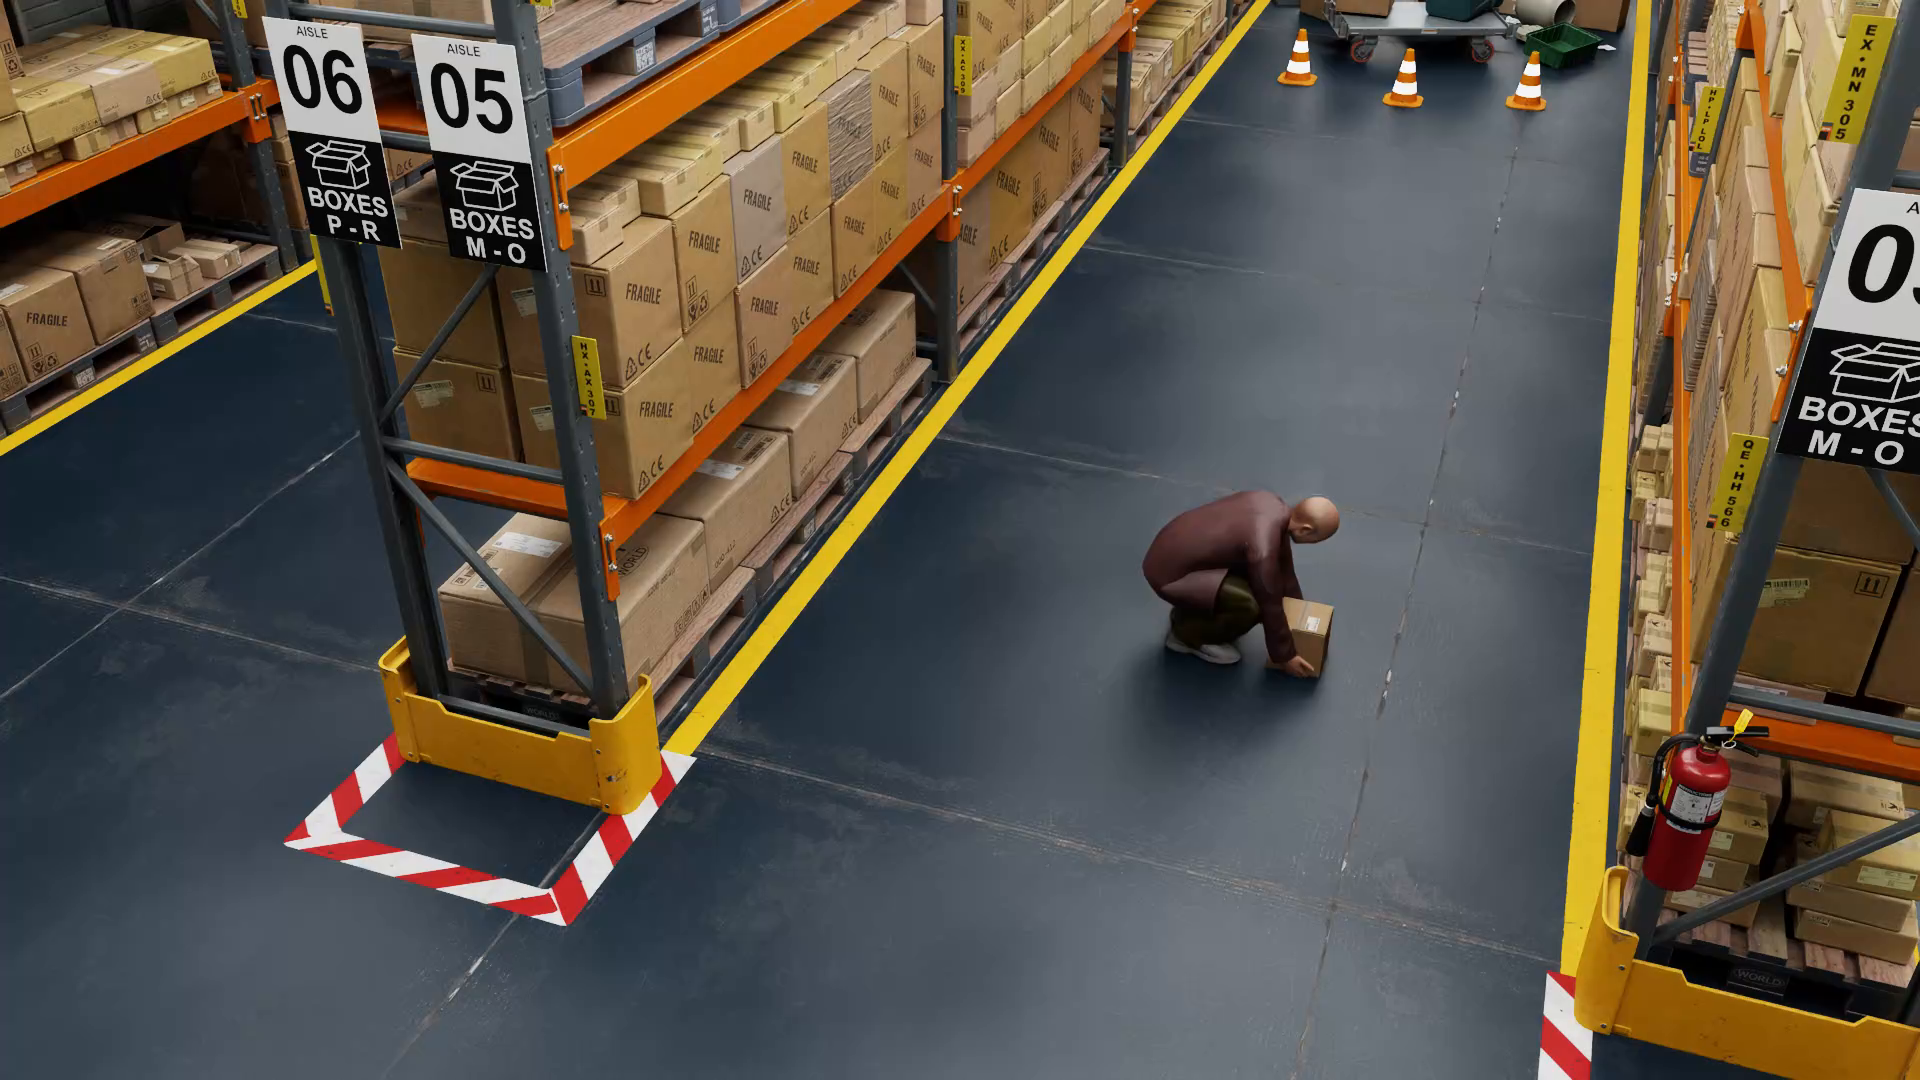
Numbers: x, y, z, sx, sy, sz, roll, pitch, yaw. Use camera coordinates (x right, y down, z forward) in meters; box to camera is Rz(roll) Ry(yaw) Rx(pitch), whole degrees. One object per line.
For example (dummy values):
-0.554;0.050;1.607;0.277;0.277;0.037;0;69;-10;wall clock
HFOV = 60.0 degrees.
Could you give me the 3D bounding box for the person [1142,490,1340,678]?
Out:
1.291;0.176;7.812;0.873;0.865;0.589;11;34;16;person
